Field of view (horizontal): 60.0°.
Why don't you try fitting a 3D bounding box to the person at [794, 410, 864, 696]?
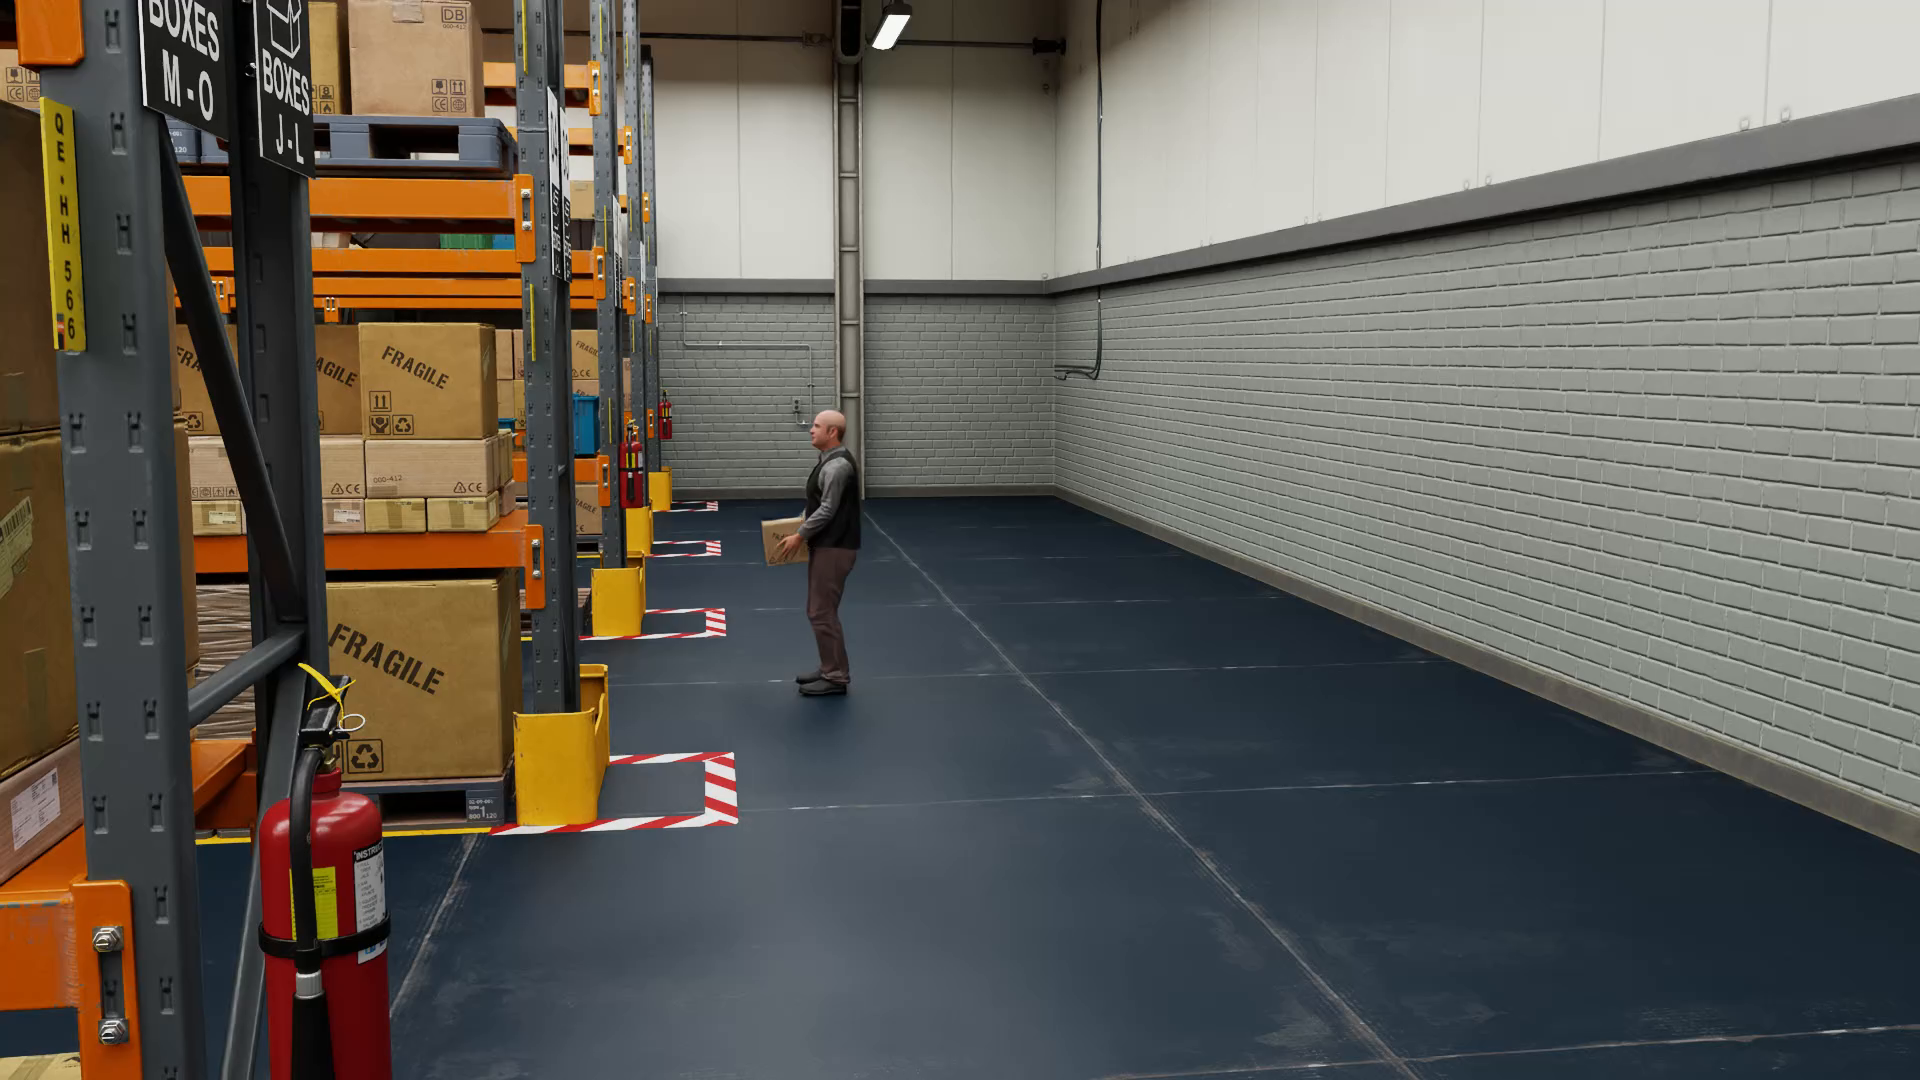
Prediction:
[{"bbox_3d":[-0.797,0.070,10.182,0.422,1.725,0.560,-1,7,-10],"label":"person"}]
